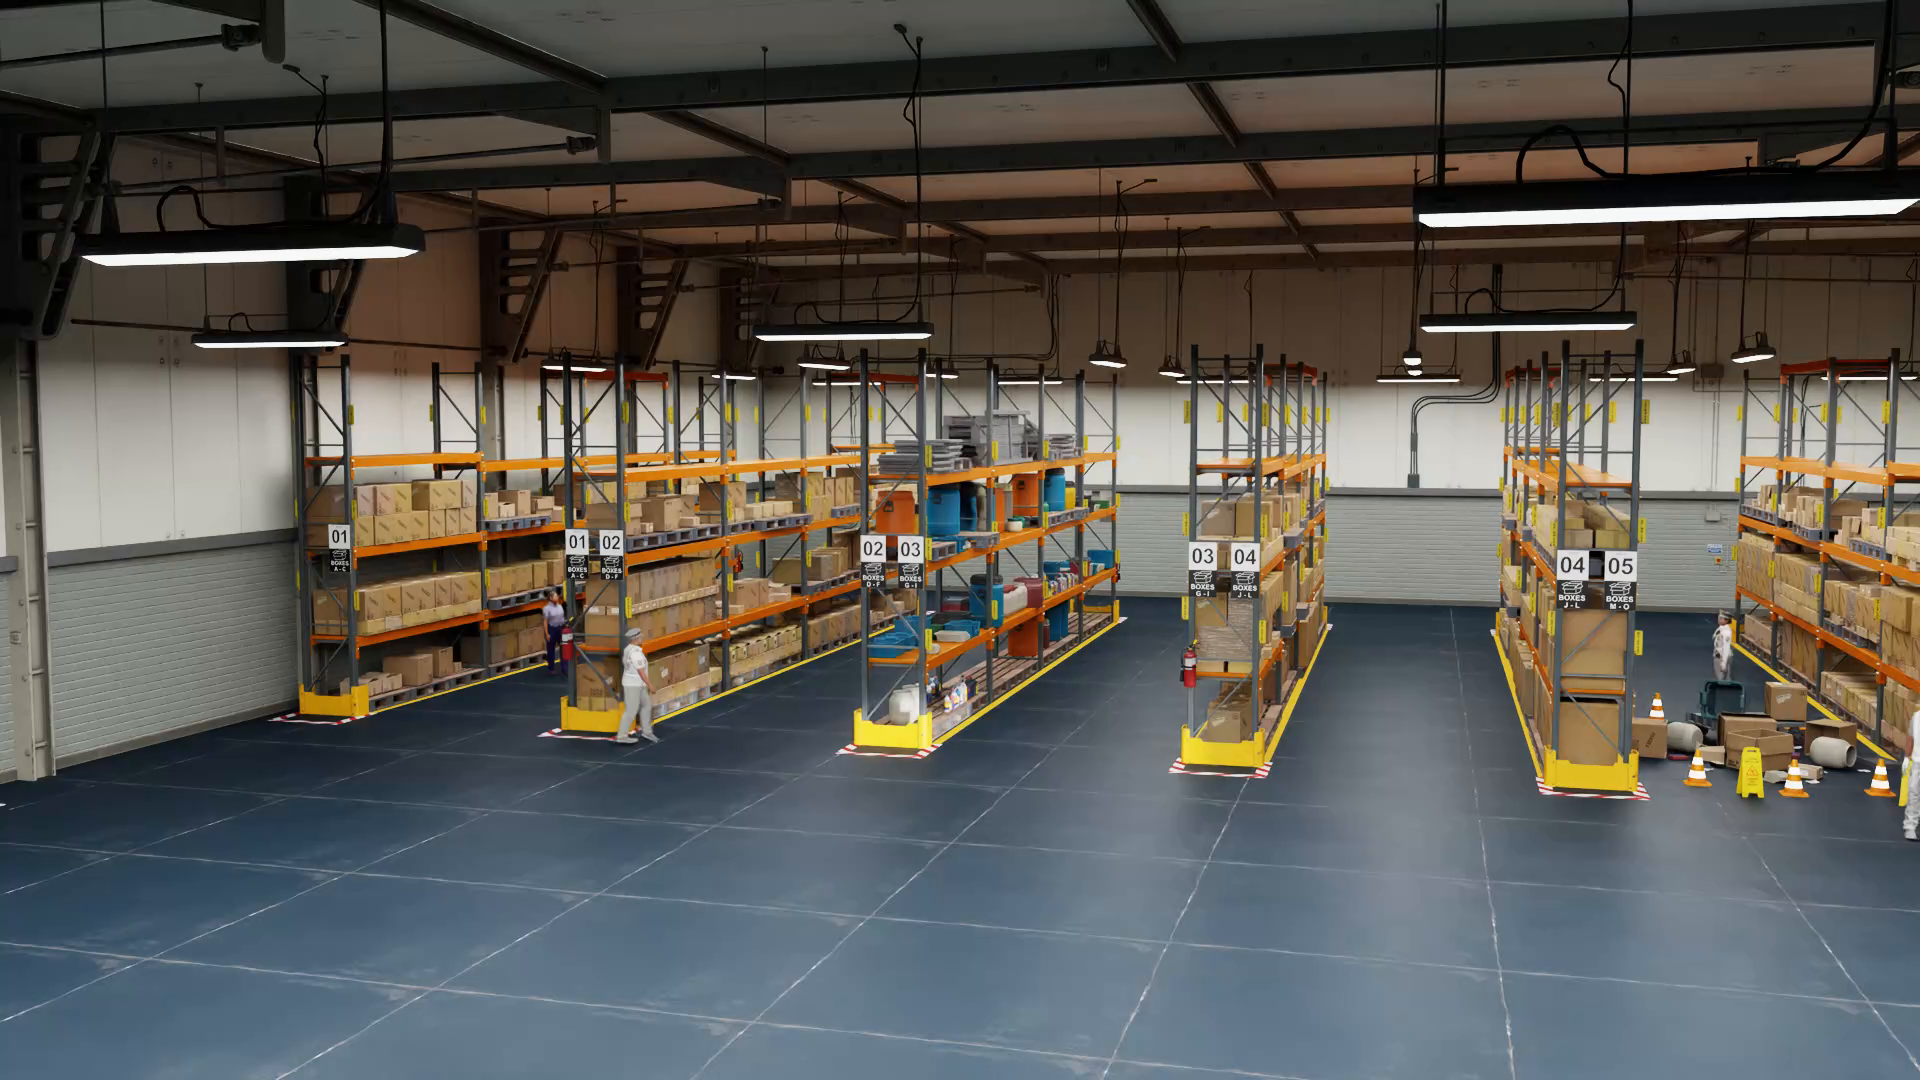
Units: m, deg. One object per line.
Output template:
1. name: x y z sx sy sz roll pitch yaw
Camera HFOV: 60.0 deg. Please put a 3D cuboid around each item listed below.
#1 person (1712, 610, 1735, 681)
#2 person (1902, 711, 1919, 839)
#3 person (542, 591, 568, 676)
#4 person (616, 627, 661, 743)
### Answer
1. person: 13.043 2.037 28.419 0.412 1.692 0.510 4 6 42
2. person: 11.407 2.646 19.556 0.424 1.780 0.617 -4 6 -42
3. person: -7.764 1.798 31.960 0.504 1.644 0.574 -3 5 -32
4. person: -4.898 2.236 25.329 0.701 1.820 0.553 -1 4 -16
